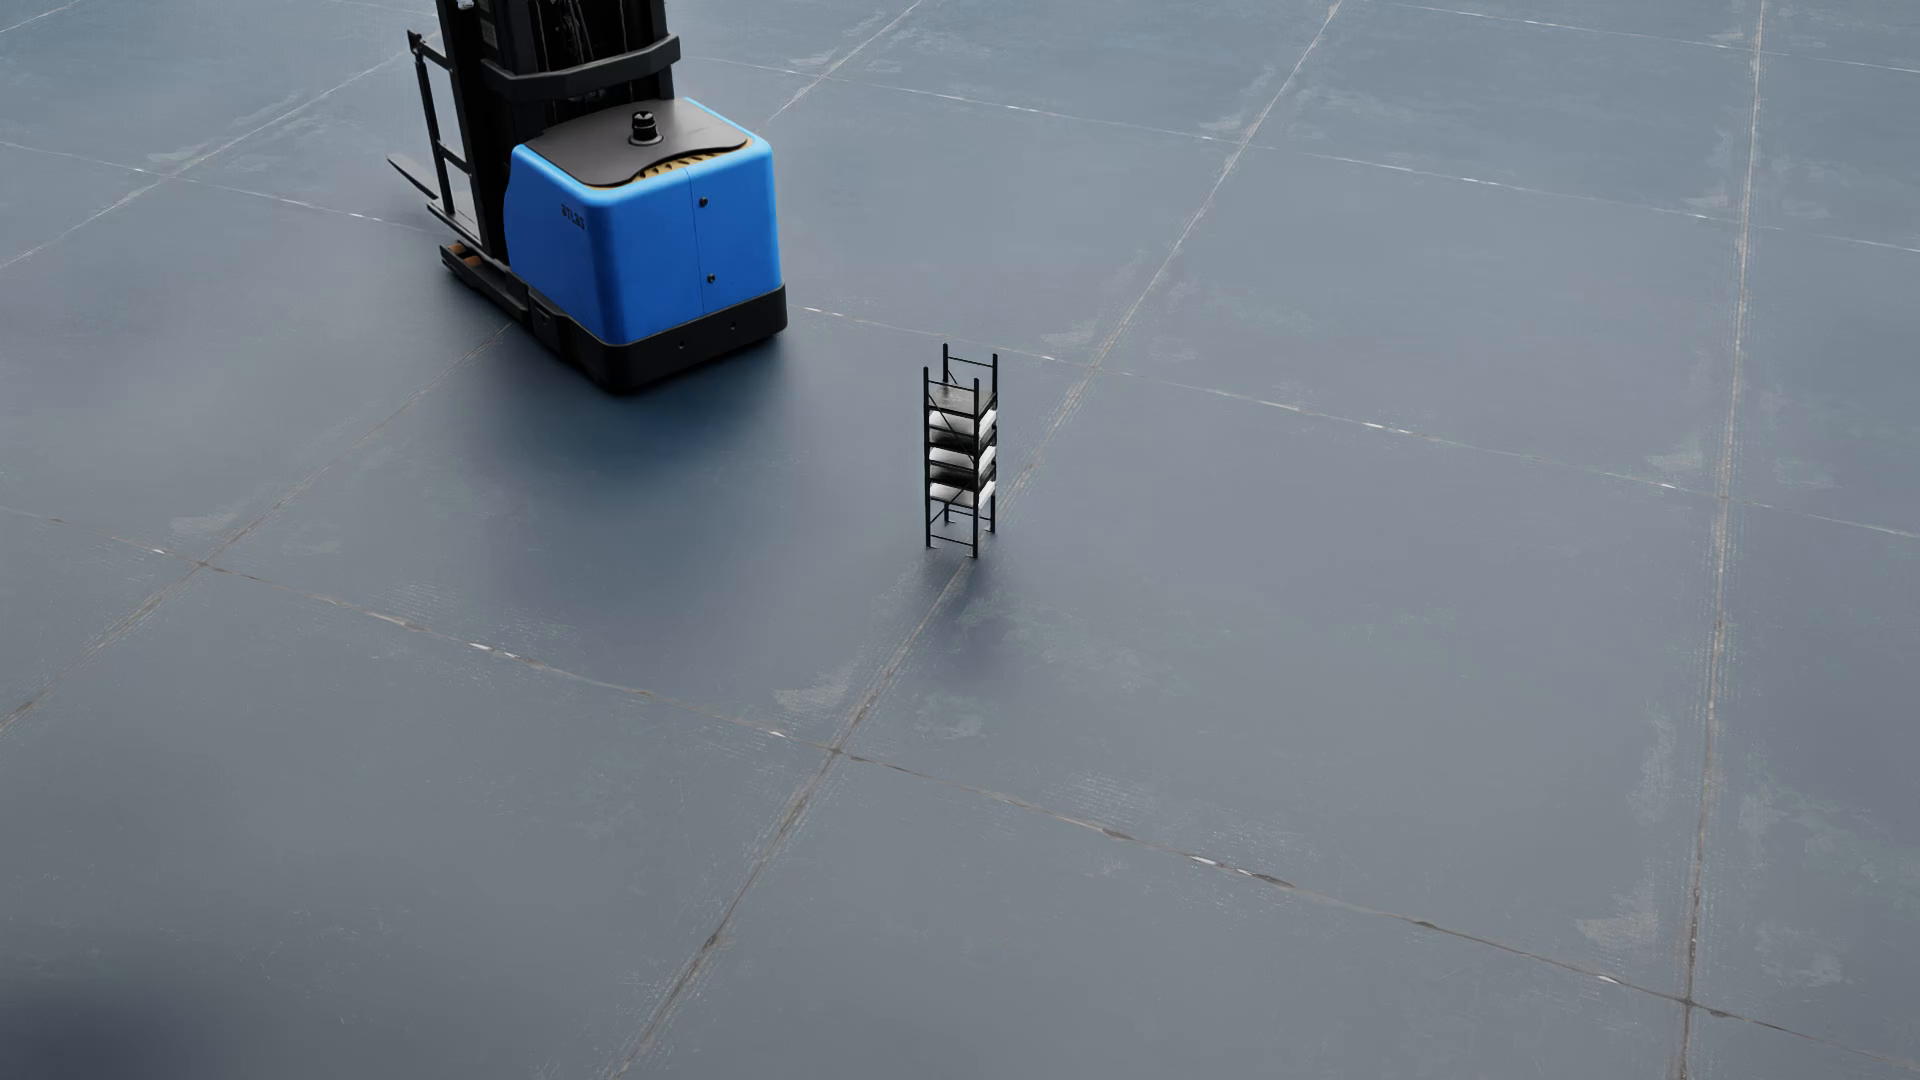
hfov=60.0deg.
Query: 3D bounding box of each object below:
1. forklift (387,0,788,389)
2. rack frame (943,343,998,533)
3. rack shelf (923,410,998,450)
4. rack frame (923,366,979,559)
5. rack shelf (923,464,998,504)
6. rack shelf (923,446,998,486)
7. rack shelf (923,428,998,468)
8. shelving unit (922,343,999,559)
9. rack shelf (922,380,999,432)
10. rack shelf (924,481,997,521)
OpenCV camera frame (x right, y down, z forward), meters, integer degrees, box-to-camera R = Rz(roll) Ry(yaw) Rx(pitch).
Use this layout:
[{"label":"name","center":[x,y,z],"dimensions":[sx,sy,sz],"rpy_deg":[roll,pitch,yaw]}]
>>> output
[{"label":"forklift","center":[-2.217,-2.728,8.451],"dimensions":[1.130,2.935,3.031],"rpy_deg":[-26,44,-31]},{"label":"rack frame","center":[0.042,-0.421,7.062],"dimensions":[0.240,0.900,0.006],"rpy_deg":[14,39,18]},{"label":"rack shelf","center":[0.003,-0.482,6.899],"dimensions":[0.258,0.077,0.200],"rpy_deg":[14,39,18]},{"label":"rack frame","center":[-0.036,-0.309,6.911],"dimensions":[0.240,0.900,0.006],"rpy_deg":[14,39,18]},{"label":"rack shelf","center":[0.003,-0.266,7.060],"dimensions":[0.258,0.077,0.200],"rpy_deg":[14,39,18]},{"label":"rack shelf","center":[0.003,-0.338,7.007],"dimensions":[0.258,0.077,0.200],"rpy_deg":[14,39,18]},{"label":"rack shelf","center":[0.003,-0.410,6.953],"dimensions":[0.258,0.077,0.200],"rpy_deg":[14,39,18]},{"label":"shelving unit","center":[0.003,-0.365,6.987],"dimensions":[0.258,0.900,0.210],"rpy_deg":[14,39,18]},{"label":"rack shelf","center":[0.003,-0.555,6.845],"dimensions":[0.258,0.077,0.200],"rpy_deg":[14,39,18]},{"label":"rack shelf","center":[0.003,-0.194,7.114],"dimensions":[0.258,0.077,0.200],"rpy_deg":[14,39,18]}]
